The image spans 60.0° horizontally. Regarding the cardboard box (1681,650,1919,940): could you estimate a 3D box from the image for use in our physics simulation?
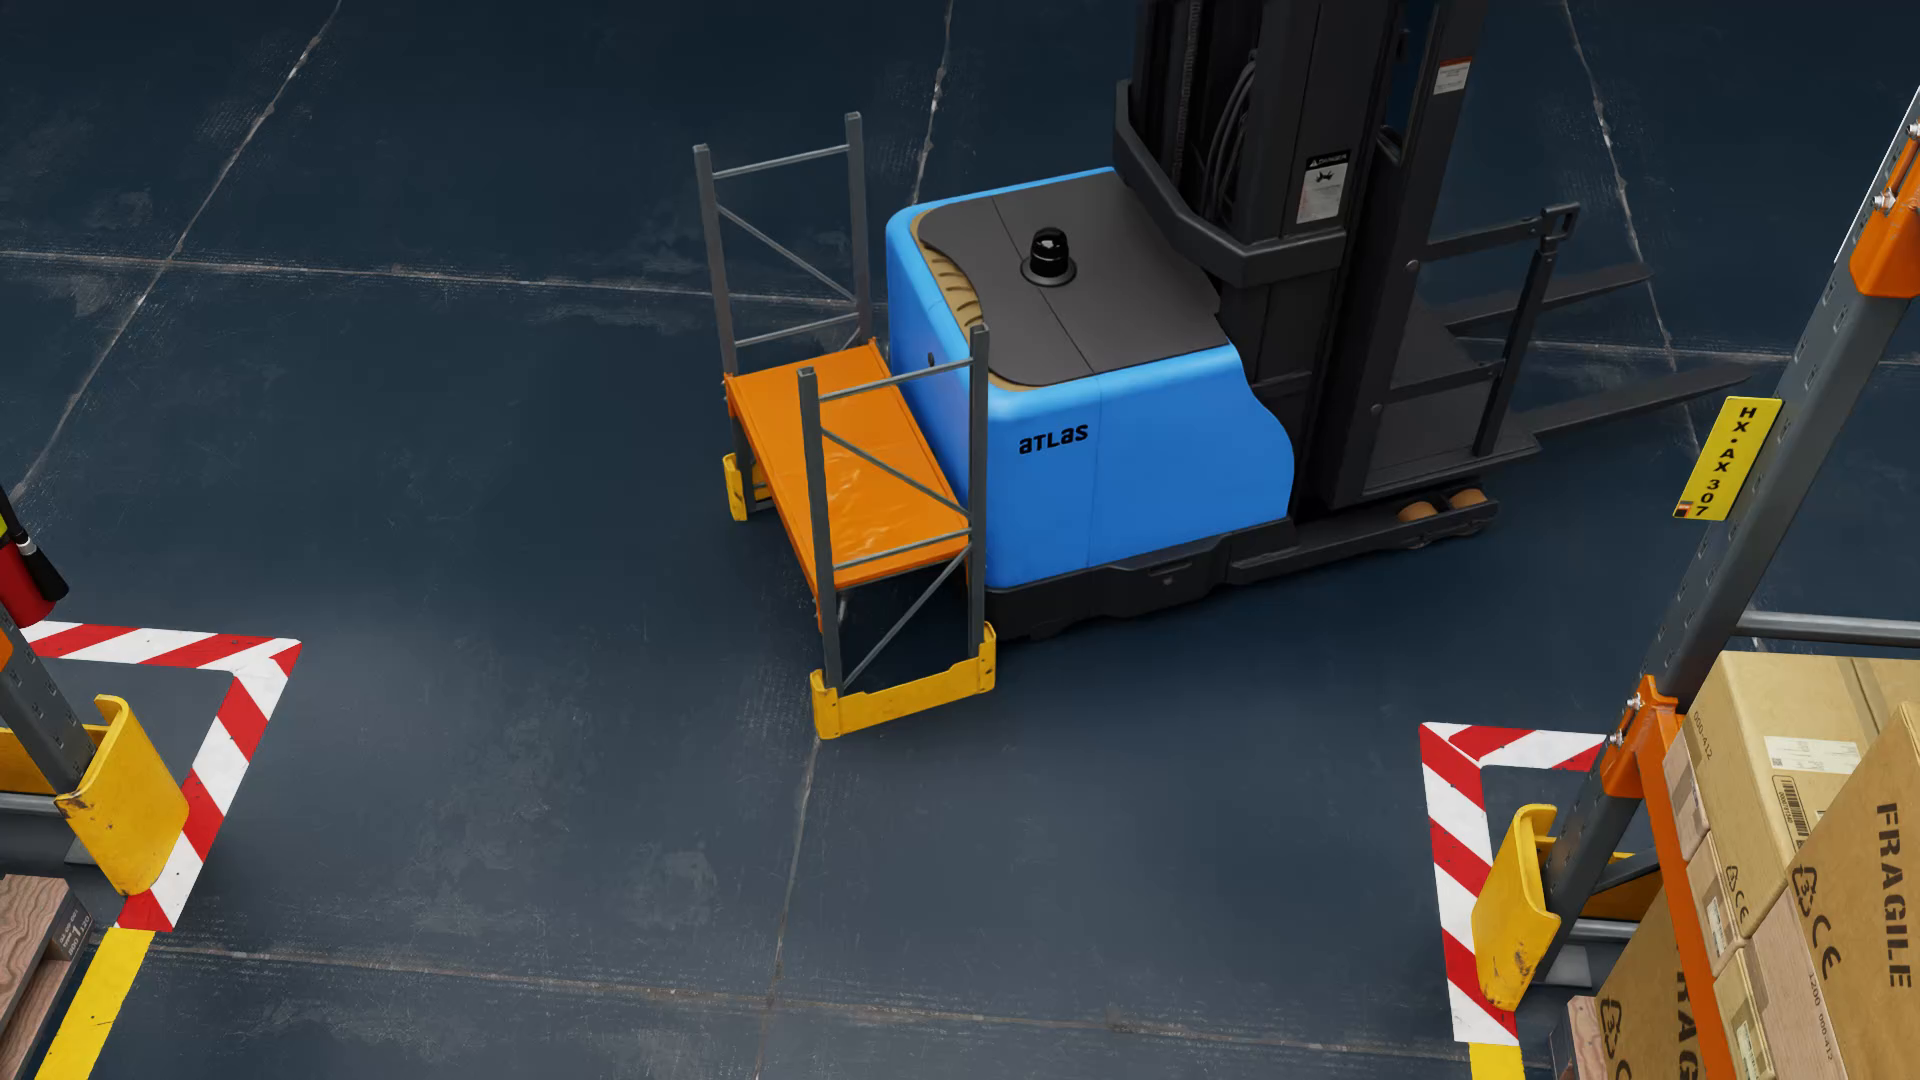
[{"bbox_3d":[1.721,0.492,3.167,0.500,0.250,0.500,3,48,2],"label":"cardboard box"}]

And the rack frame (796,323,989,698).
[{"bbox_3d":[-0.165,0.029,4.707,0.500,1.500,0.032,-16,49,-14],"label":"rack frame"}]

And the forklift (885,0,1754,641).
[{"bbox_3d":[1.325,-1.317,4.968,3.031,2.935,1.130,-14,49,-12],"label":"forklift"}]

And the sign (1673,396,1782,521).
[{"bbox_3d":[1.481,-0.154,3.217,0.100,0.325,0.005,4,48,4],"label":"sign"}]

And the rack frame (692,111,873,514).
[{"bbox_3d":[-0.525,-0.672,5.348,0.500,1.500,0.032,-16,49,-14],"label":"rack frame"}]

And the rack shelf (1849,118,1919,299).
[{"bbox_3d":[1.851,0.907,1.342,1.077,0.370,4.000,4,48,4],"label":"rack shelf"}]

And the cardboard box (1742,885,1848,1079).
[{"bbox_3d":[1.680,0.874,2.818,0.500,0.250,0.500,3,48,3],"label":"cardboard box"}]

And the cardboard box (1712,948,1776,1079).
[{"bbox_3d":[1.628,0.907,3.058,0.380,0.149,0.250,3,48,3],"label":"cardboard box"}]

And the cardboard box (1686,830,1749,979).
[{"bbox_3d":[1.651,0.719,3.230,0.380,0.149,0.250,3,48,3],"label":"cardboard box"}]

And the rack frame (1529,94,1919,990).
[{"bbox_3d":[2.033,0.207,3.528,1.000,3.000,0.127,4,48,4],"label":"rack frame"}]

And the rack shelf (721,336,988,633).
[{"bbox_3d":[-0.345,-0.200,5.160,0.538,0.185,1.000,-16,49,-14],"label":"rack shelf"}]

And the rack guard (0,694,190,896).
[{"bbox_3d":[-2.910,0.699,4.772,1.175,0.500,0.348,4,48,4],"label":"rack guard"}]

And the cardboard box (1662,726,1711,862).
[{"bbox_3d":[1.672,0.530,3.402,0.380,0.149,0.250,4,48,4],"label":"cardboard box"}]

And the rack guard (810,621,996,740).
[{"bbox_3d":[-0.172,0.438,5.180,0.587,0.250,0.087,-16,49,-14],"label":"rack guard"}]

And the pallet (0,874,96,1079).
[{"bbox_3d":[-3.013,1.418,4.310,1.003,0.211,1.213,4,48,4],"label":"pallet"}]

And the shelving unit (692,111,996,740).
[{"bbox_3d":[-0.348,-0.328,5.033,0.587,1.500,1.083,-16,49,-14],"label":"shelving unit"}]

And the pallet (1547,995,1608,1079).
[{"bbox_3d":[2.038,1.741,4.015,1.003,0.211,1.213,4,48,4],"label":"pallet"}]

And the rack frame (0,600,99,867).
[{"bbox_3d":[-2.899,-0.126,3.833,1.000,3.000,0.127,4,48,4],"label":"rack frame"}]

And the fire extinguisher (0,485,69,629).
[{"bbox_3d":[-2.433,-0.054,4.072,0.296,0.674,0.183,4,48,4],"label":"fire extinguisher"}]

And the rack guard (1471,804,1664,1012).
[{"bbox_3d":[2.036,1.033,4.466,1.175,0.500,0.348,4,48,4],"label":"rack guard"}]

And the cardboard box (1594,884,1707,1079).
[{"bbox_3d":[2.055,1.258,3.722,0.875,0.875,0.875,4,48,4],"label":"cardboard box"}]

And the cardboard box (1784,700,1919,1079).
[{"bbox_3d":[1.675,0.606,2.555,0.500,0.500,0.500,3,48,3],"label":"cardboard box"}]

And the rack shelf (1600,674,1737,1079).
[{"bbox_3d":[1.851,1.919,2.449,1.077,0.370,4.000,4,48,4],"label":"rack shelf"}]

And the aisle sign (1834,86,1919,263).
[{"bbox_3d":[1.741,-0.743,2.635,0.394,0.787,0.004,4,48,4],"label":"aisle sign"}]

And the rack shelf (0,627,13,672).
[{"bbox_3d":[-3.081,1.586,2.754,1.077,0.370,4.000,4,48,4],"label":"rack shelf"}]

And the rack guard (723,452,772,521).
[{"bbox_3d":[-0.525,-0.249,5.809,0.587,0.250,0.087,-16,49,-14],"label":"rack guard"}]
